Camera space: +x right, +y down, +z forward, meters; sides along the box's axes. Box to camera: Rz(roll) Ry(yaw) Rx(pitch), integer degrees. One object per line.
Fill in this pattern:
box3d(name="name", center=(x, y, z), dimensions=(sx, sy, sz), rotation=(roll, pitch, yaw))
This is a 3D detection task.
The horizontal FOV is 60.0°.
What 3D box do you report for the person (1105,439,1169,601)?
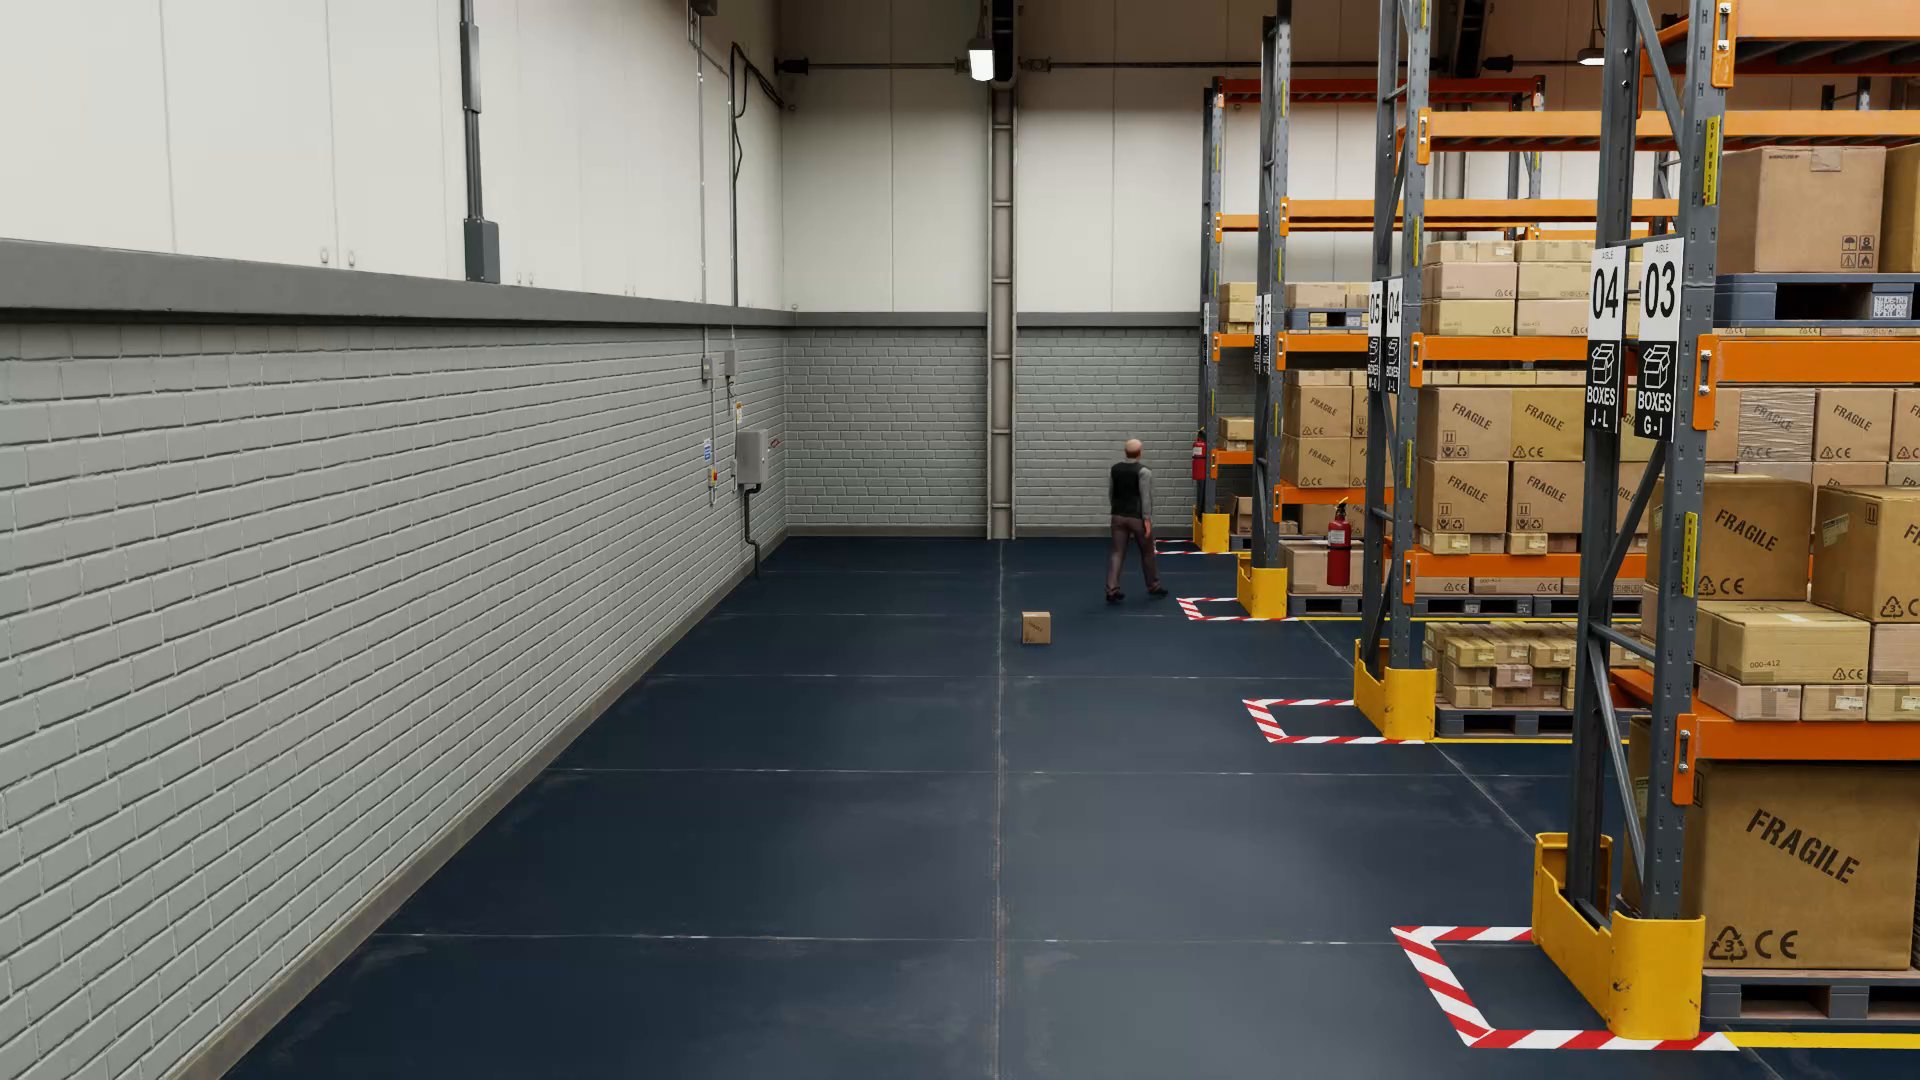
box3d(name="person", center=(1.846, -0.230, 17.561), dimensions=(0.561, 1.683, 0.900), rotation=(5, 8, 32))
